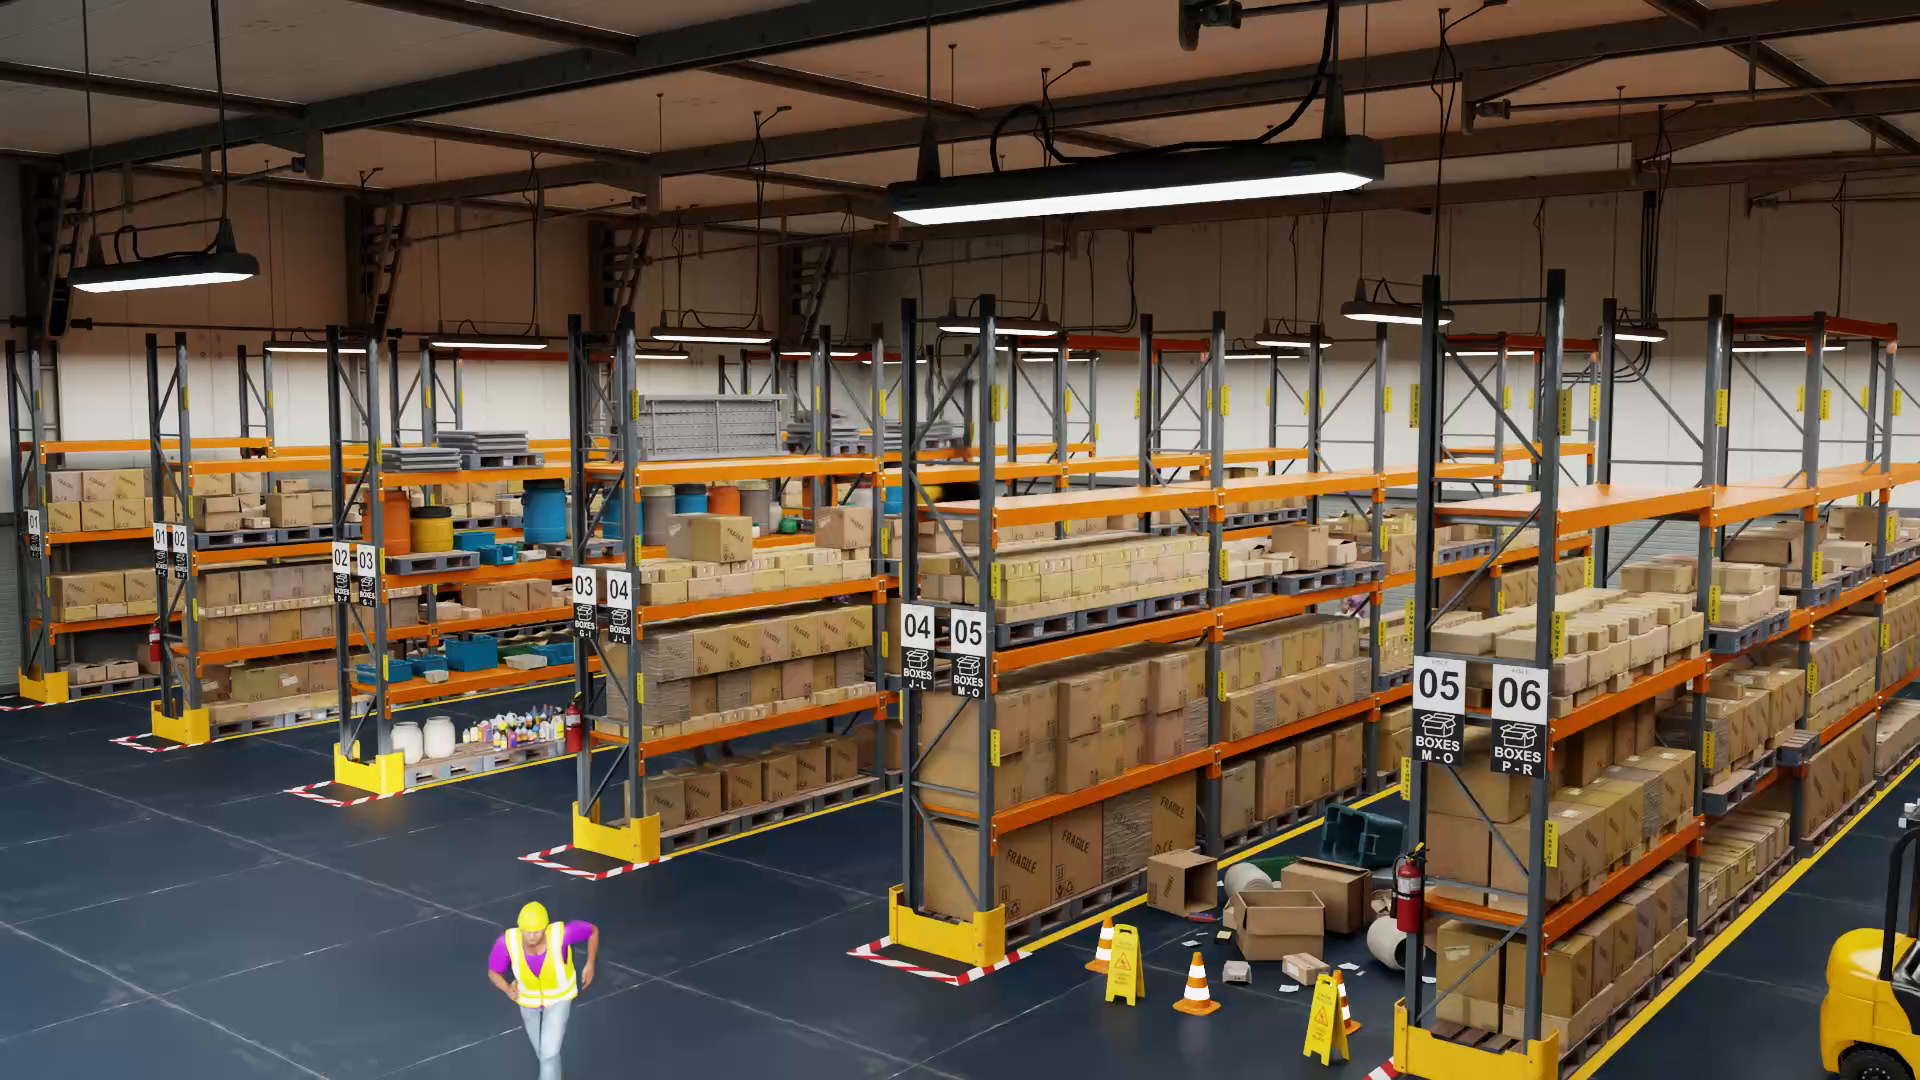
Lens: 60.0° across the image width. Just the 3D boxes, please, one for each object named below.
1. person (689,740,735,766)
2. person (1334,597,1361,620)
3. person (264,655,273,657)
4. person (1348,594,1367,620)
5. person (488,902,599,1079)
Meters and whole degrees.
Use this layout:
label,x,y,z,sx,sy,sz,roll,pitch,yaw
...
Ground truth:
label,x,y,z,sx,sy,sz,roll,pitch,yaw
person,-3.232,2.356,21.790,0.680,1.742,0.831,4,7,39
person,6.678,1.783,28.730,0.603,1.655,0.570,3,6,29
person,-11.698,1.776,28.128,0.551,1.675,0.948,2,5,18
person,7.499,1.535,31.569,0.553,1.590,0.882,-2,6,-22
person,-2.933,3.305,11.787,0.745,1.713,1.032,0,5,-5
